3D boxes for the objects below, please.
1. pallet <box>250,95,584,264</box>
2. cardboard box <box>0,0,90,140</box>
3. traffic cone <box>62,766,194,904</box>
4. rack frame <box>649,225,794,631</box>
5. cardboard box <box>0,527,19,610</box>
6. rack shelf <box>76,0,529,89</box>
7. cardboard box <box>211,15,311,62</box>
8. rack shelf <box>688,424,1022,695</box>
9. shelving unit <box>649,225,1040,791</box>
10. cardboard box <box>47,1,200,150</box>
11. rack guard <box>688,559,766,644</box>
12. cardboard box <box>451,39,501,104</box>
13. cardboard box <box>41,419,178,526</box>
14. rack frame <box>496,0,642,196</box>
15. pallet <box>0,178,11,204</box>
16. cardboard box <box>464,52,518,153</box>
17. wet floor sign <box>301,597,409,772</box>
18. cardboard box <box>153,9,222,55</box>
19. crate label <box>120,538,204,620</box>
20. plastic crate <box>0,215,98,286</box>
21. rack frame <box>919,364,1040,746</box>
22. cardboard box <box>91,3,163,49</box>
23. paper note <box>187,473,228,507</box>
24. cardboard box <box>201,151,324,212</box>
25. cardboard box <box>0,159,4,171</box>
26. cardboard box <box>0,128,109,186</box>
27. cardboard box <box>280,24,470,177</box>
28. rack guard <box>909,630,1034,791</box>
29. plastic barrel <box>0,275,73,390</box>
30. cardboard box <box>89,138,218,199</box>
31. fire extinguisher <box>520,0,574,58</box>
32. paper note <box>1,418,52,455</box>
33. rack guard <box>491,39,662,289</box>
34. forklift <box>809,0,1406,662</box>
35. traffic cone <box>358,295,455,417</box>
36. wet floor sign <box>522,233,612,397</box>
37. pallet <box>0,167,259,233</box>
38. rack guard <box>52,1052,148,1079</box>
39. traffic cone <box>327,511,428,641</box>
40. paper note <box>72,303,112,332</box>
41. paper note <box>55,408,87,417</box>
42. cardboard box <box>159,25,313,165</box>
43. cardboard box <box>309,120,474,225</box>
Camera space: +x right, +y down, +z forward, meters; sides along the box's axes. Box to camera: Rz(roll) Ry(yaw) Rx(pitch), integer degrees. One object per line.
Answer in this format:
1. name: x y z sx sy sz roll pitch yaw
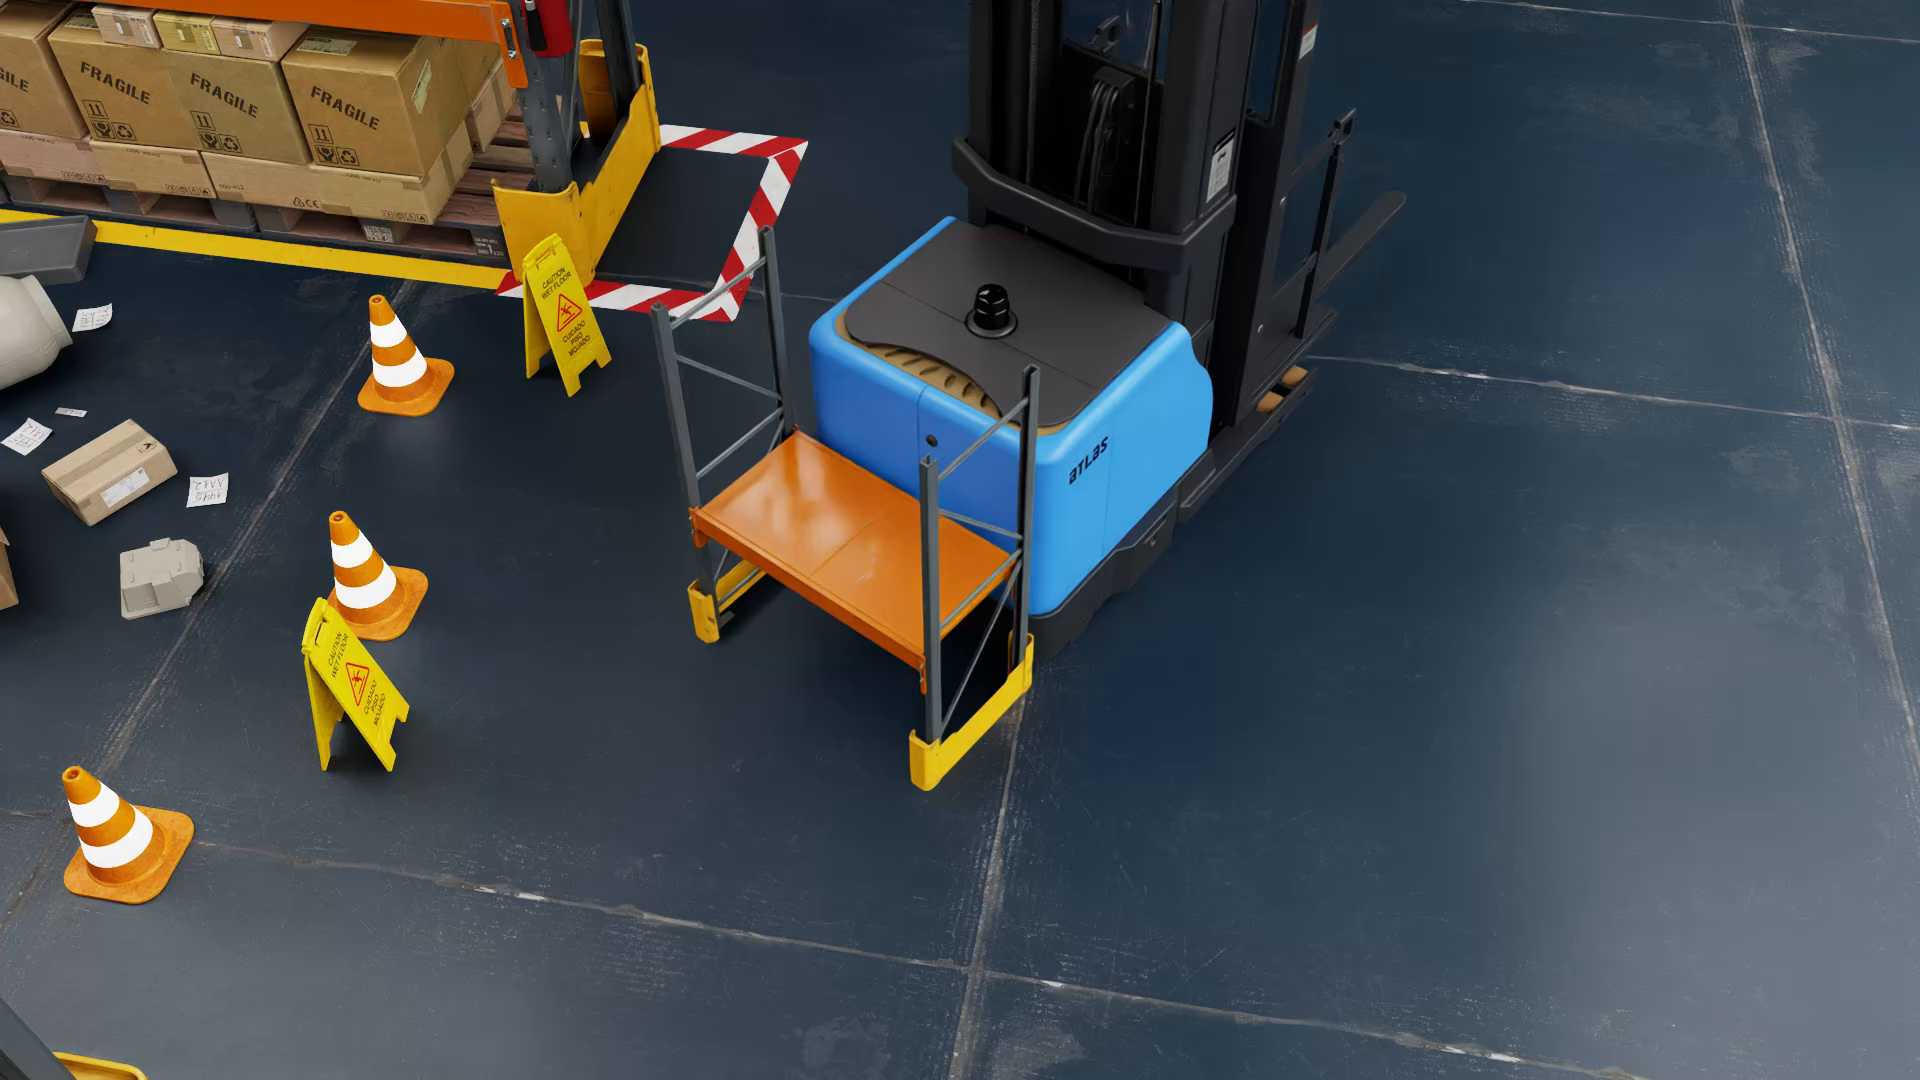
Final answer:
1. pallet: -2.482 -1.731 7.663 1.213 0.211 1.003 8 49 7
2. cardboard box: -3.979 -2.113 7.194 0.500 0.500 0.500 10 49 9
3. traffic cone: -2.665 0.855 5.170 0.334 0.463 0.336 8 49 7
4. rack frame: -0.737 -0.315 5.525 0.032 1.500 0.500 31 55 25
5. cardboard box: -3.793 -0.064 5.970 0.637 0.503 0.797 -23 52 -19
6. rack shelf: -3.582 -2.544 7.003 4.000 0.370 1.077 8 49 7
7. cardboard box: -2.822 -2.123 6.767 0.250 0.149 0.380 9 49 8
8. rack shelf: -0.340 0.040 5.447 1.000 0.185 0.538 31 55 25
9. shelving unit: -0.347 -0.084 5.317 1.083 1.500 0.587 31 55 25
10. cardboard box: -3.458 -2.045 7.133 0.500 0.500 0.500 7 48 6
11. rack guard: -0.736 0.103 5.989 0.087 0.250 0.587 31 55 25
12. cardboard box: -2.382 -2.303 7.365 0.500 0.500 0.500 6 48 6
13. cardboard box: -3.262 -0.261 6.385 0.250 0.149 0.380 32 56 26
14. rack frame: -1.614 -2.520 6.497 0.127 3.000 1.000 8 49 7
15. pallet: -4.883 -2.054 7.953 1.213 0.211 1.003 8 49 7
16. cardboard box: -2.358 -2.050 7.642 0.500 0.250 0.500 7 48 7
17. wet floor sign: -2.014 0.459 5.404 0.232 0.644 0.267 0 48 0
18. cardboard box: -3.069 -2.158 6.799 0.250 0.149 0.380 8 49 7
19. crate label: -2.914 0.123 6.047 0.298 0.136 0.250 -15 50 -13
20. plastic crate: -4.151 -1.265 7.333 0.583 0.080 0.402 -7 48 -7
21. rack frame: 0.058 0.156 5.101 0.032 1.500 0.500 31 55 25
22. cardboard box: -3.328 -2.195 6.831 0.250 0.149 0.380 10 49 8
23. paper note: -2.898 -0.195 6.405 0.142 0.019 0.148 -7 48 -7
24. cardboard box: -2.966 -1.725 7.350 0.500 0.250 0.500 8 49 7
25. cardboard box: -4.490 -1.932 7.536 0.500 0.250 0.500 10 49 9
26. cardboard box: -3.968 -1.864 7.474 0.500 0.250 0.500 7 48 6
27. cardboard box: -2.449 -1.907 7.009 0.500 0.500 0.500 8 49 7
28. rack guard: 0.043 0.564 5.575 0.087 0.250 0.587 31 55 25
29. plastic barrel: -3.916 -0.824 6.705 0.512 0.421 0.421 -32 55 -25
30. cardboard box: -3.481 -1.790 7.408 0.500 0.250 0.500 6 48 5
31. fire extinguisher: -1.583 -2.141 6.209 0.183 0.674 0.296 8 49 7
32. paper note: -3.707 -0.414 6.609 0.142 0.019 0.148 23 52 20
33. rack guard: -1.689 -1.694 7.436 0.348 0.500 1.175 8 49 7
34. forklift: 0.780 -1.607 5.724 1.130 2.935 3.031 30 54 24
35. traffic cone: -2.266 -0.784 6.644 0.334 0.463 0.336 8 49 7
36. wet floor sign: -1.617 -0.924 6.647 0.232 0.644 0.267 23 52 20
37. pallet: -3.679 -1.894 7.810 1.213 0.211 1.003 8 49 7
38. rack guard: -2.371 1.956 4.157 0.348 0.500 1.175 8 49 7
39. traffic cone: -2.129 0.073 5.873 0.334 0.463 0.336 8 49 7
40. paper note: -3.696 -0.949 7.082 0.148 0.019 0.142 -7 48 -7
41. paper note: -3.586 -0.516 6.706 0.123 0.001 0.032 8 49 7
42. cardboard box: -2.963 -1.973 7.068 0.500 0.500 0.500 9 49 8
43. cardboard box: -2.481 -1.654 7.286 0.500 0.250 0.500 7 48 7
